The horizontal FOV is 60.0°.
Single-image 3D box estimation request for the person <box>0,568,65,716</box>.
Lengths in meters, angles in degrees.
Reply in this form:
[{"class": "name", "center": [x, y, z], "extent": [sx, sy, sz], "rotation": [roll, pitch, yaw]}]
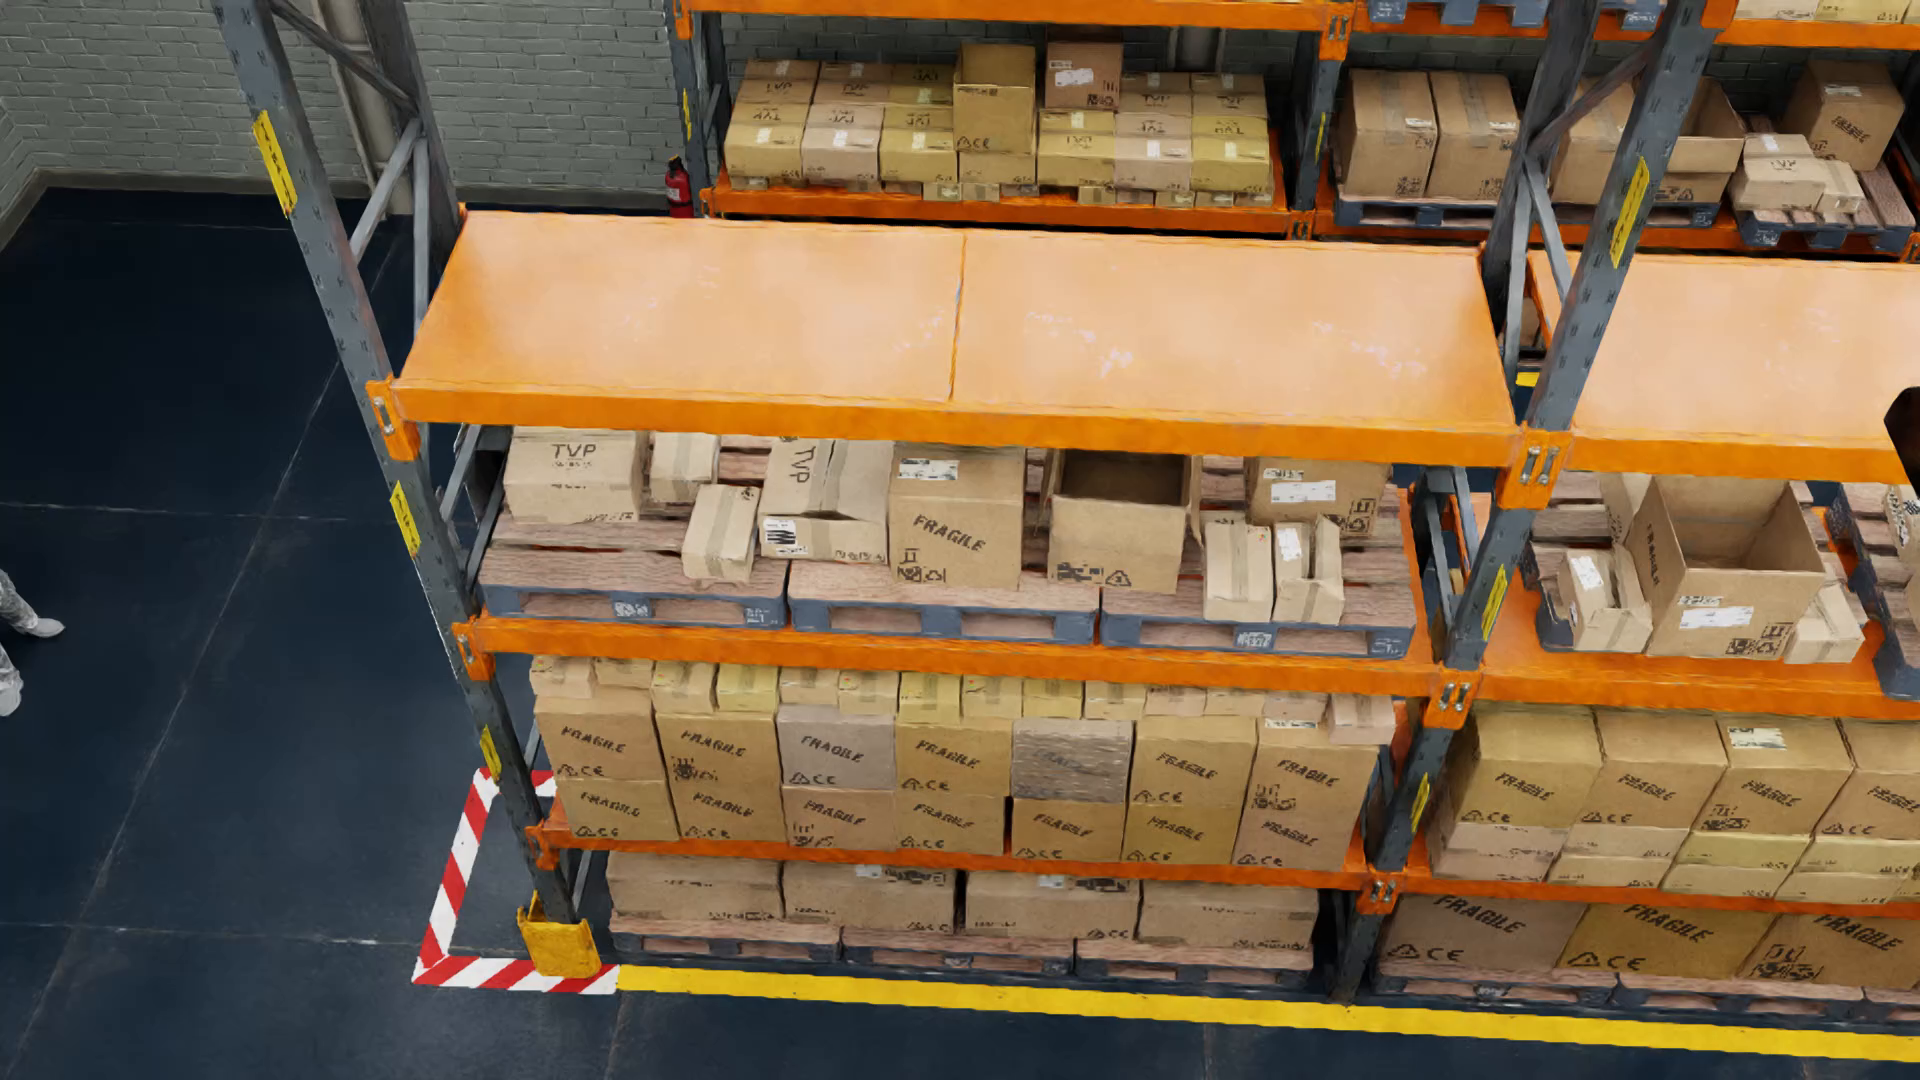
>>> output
[{"class": "person", "center": [-5.658, 0.194, 9.380], "extent": [0.567, 1.783, 0.714], "rotation": [-19, 51, -17]}]
